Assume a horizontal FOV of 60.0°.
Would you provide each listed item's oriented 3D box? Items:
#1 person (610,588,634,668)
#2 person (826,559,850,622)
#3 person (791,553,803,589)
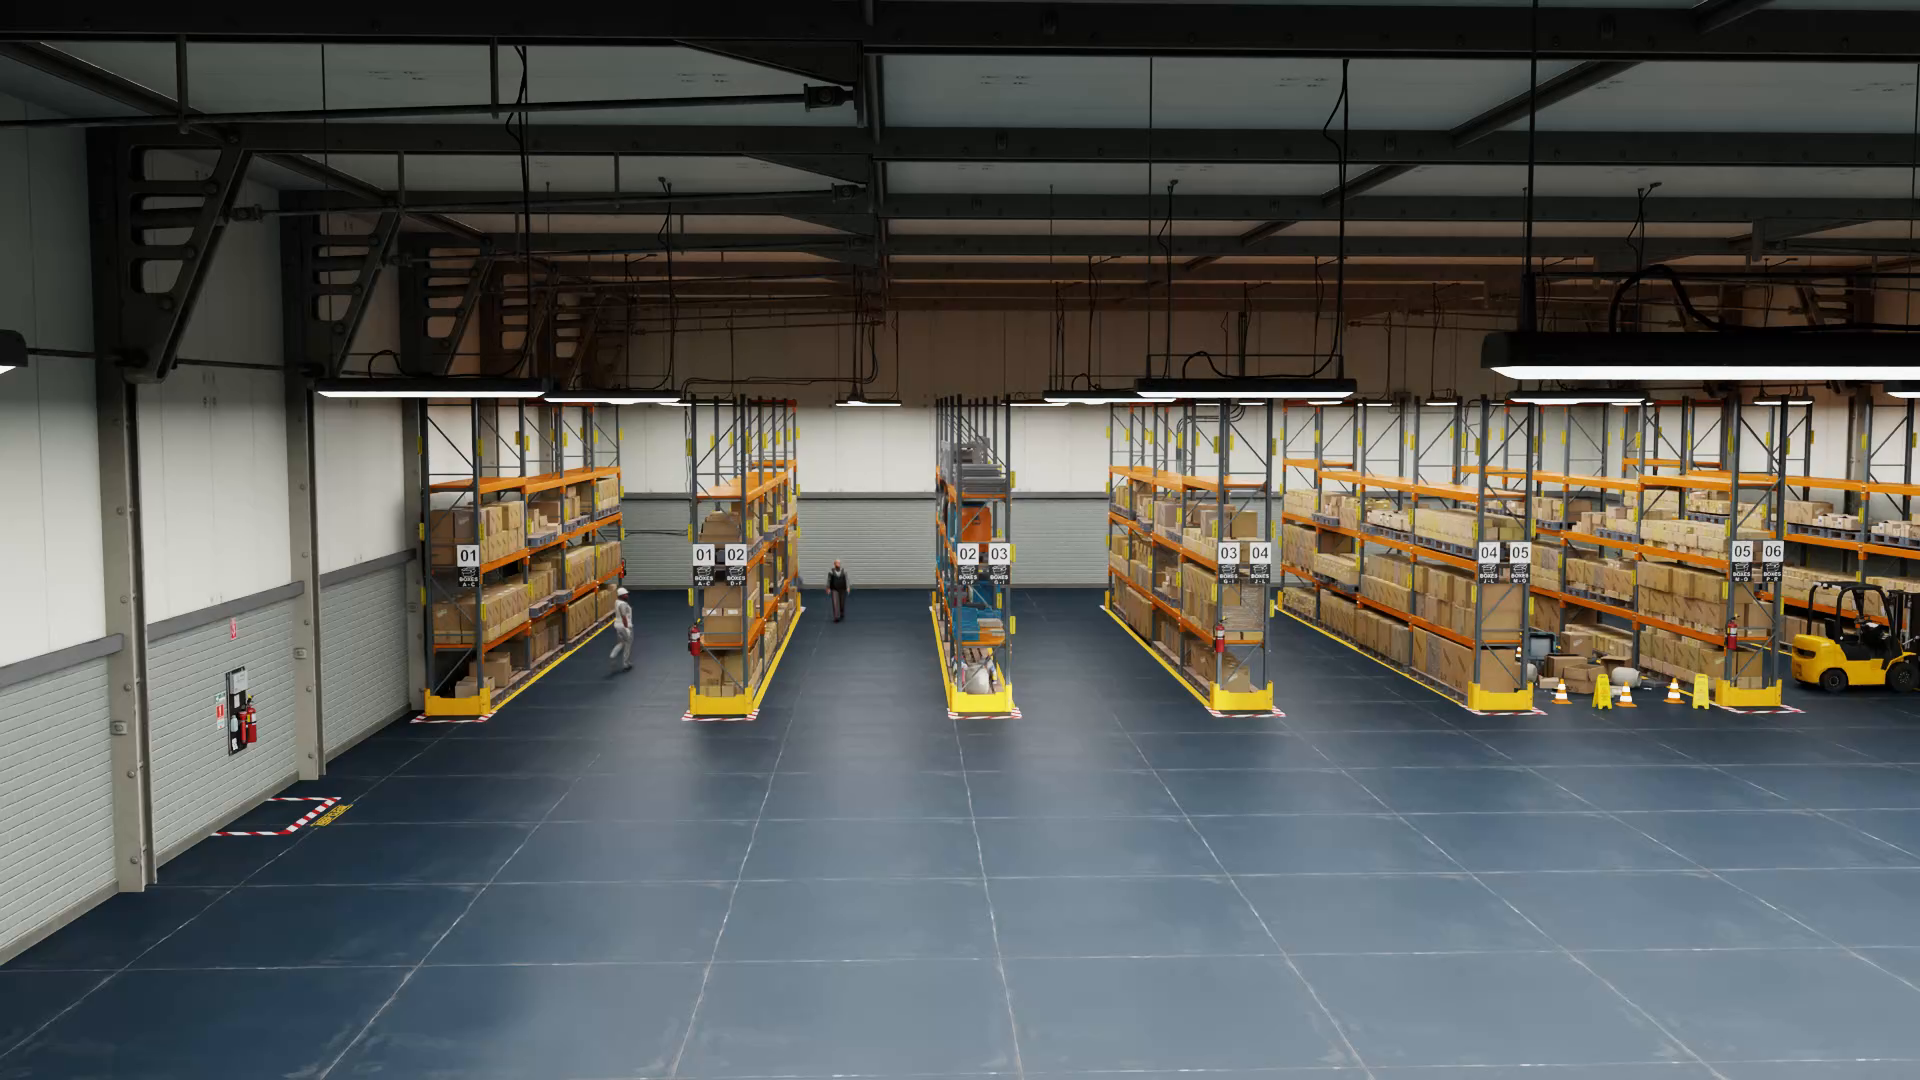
[{"bbox_3d":[-7.460,1.935,36.676,0.529,1.778,0.610,3,5,34],"label":"person"},{"bbox_3d":[-3.298,1.357,44.938,0.627,1.681,1.066,-1,5,-6],"label":"person"},{"bbox_3d":[-4.927,0.944,49.388,0.474,1.757,0.624,1,5,9],"label":"person"}]
